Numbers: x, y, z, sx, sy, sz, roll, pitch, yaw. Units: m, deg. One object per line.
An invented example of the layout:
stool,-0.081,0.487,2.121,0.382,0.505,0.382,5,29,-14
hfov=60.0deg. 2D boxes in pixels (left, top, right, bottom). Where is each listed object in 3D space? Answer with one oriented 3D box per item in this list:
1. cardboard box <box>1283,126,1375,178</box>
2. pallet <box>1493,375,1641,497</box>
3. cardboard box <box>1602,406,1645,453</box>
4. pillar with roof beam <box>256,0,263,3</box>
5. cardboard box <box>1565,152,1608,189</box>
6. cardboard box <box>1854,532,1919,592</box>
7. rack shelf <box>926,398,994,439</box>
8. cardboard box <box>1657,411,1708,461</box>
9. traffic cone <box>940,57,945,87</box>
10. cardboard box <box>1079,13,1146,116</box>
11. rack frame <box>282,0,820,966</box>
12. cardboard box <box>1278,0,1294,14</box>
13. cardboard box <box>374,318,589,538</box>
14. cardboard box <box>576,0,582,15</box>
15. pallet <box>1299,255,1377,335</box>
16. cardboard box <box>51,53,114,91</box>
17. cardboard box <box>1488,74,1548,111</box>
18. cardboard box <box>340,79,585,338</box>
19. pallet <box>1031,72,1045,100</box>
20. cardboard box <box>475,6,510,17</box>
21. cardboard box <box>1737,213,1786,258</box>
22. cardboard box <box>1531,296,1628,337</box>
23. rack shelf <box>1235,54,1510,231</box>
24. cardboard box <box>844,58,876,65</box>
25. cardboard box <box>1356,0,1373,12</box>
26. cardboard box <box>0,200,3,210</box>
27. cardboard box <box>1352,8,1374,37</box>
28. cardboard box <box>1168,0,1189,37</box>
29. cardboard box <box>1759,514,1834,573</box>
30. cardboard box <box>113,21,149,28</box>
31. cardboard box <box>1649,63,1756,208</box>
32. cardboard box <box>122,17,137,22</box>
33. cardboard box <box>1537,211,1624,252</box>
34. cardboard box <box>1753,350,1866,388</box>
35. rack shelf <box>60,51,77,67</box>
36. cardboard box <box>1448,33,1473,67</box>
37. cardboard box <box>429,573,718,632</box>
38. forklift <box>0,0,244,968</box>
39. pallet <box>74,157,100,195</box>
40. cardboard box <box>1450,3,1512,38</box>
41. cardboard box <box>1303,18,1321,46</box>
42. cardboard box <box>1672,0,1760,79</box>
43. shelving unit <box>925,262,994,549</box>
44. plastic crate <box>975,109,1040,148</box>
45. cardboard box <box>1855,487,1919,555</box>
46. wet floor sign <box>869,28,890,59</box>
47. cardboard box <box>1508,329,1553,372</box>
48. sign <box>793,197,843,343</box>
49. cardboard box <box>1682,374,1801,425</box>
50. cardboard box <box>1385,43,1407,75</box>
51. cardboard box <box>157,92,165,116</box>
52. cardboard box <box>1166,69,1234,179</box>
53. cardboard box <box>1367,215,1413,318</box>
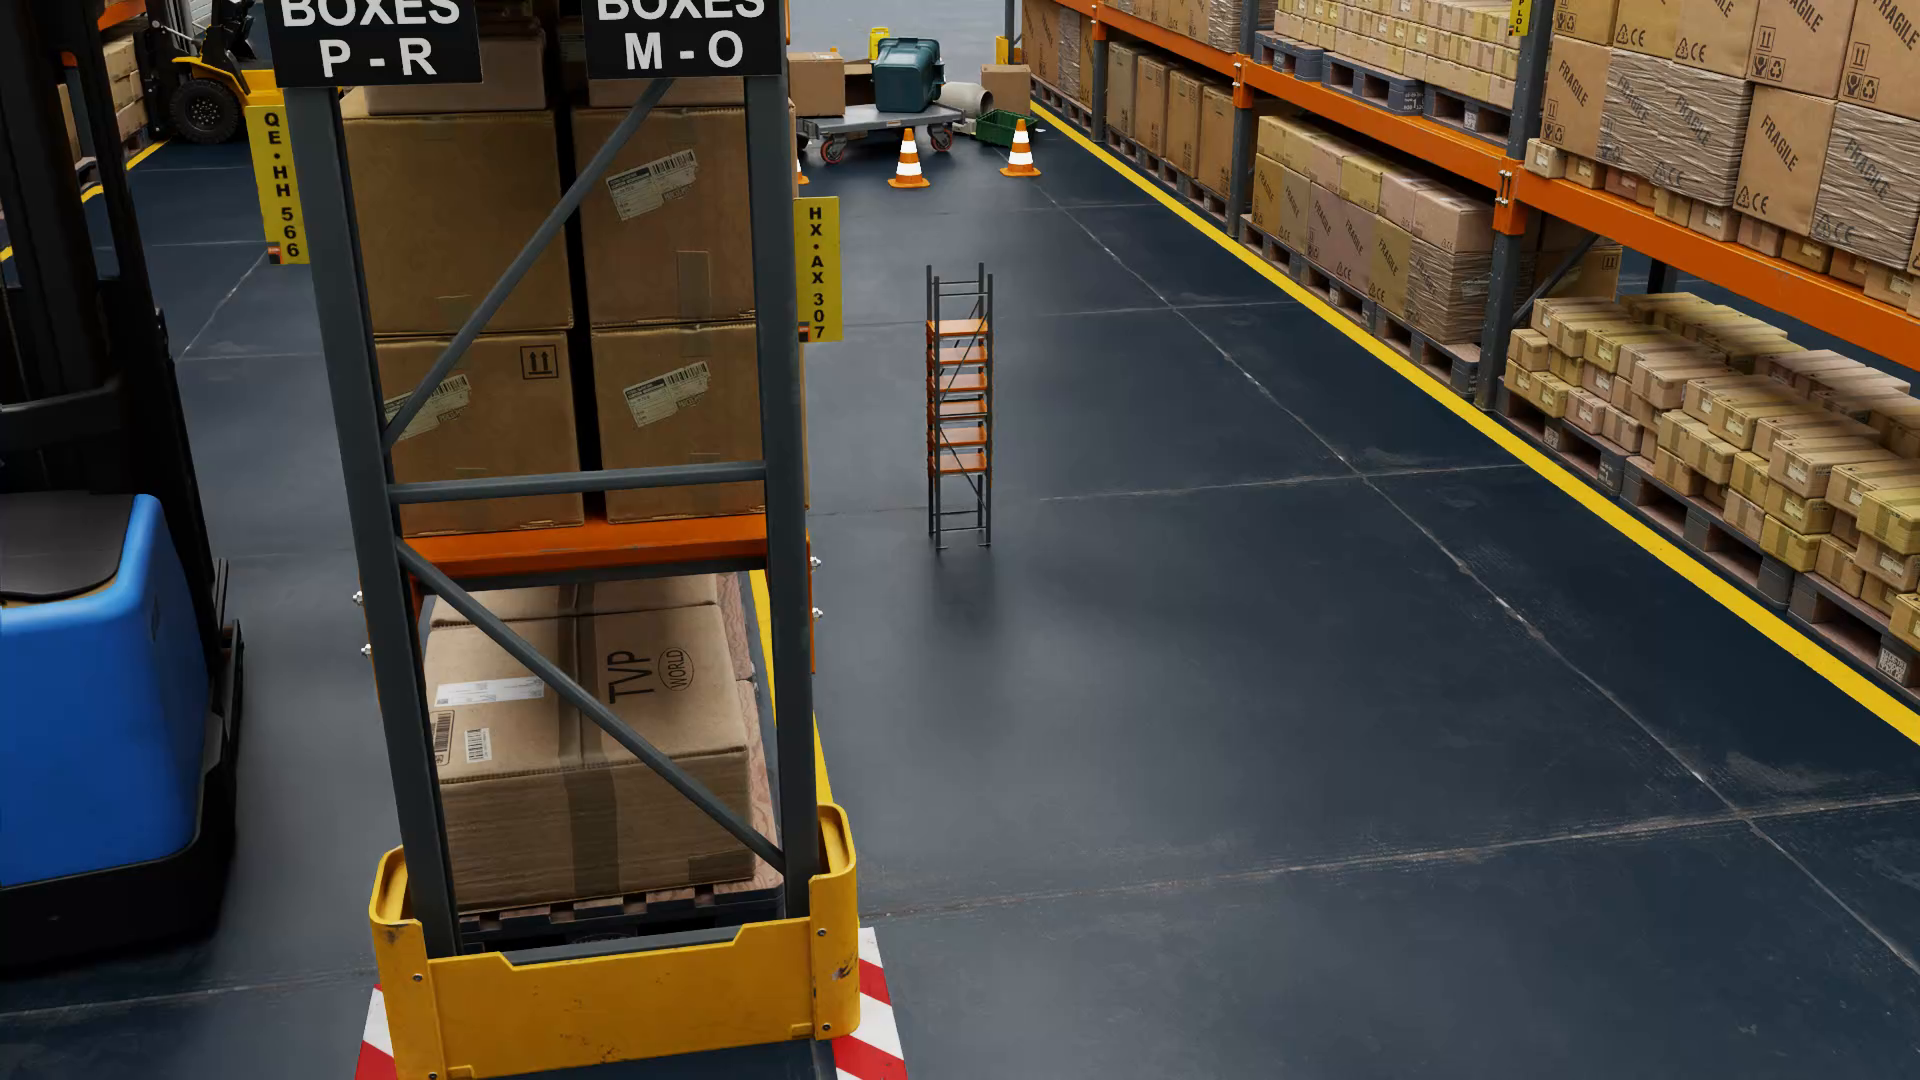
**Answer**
cardboard box,2.489,-2.580,11.071,0.500,0.250,0.500,-5,24,-10
pallet,3.404,-0.565,8.281,1.003,0.211,1.213,-4,24,-10
cardboard box,3.239,-0.529,7.751,0.380,0.149,0.250,-5,24,-11
pillar with roof beam,-7.442,-13.497,26.911,9.100,9.000,0.400,-4,24,-10
cardboard box,3.097,-1.758,7.841,0.380,0.149,0.250,-4,24,-8
cardboard box,3.509,0.056,6.041,0.380,0.149,0.250,-5,24,-12
rack shelf,-0.003,-0.515,7.041,0.258,0.103,0.180,-4,24,-10
cardboard box,3.273,-0.454,7.208,0.380,0.149,0.250,-4,24,-10
traffic cone,-0.271,-5.348,18.918,0.336,0.463,0.334,-4,24,-10
cardboard box,1.719,-4.723,16.446,0.875,0.875,0.875,-4,24,-9
rack frame,-0.861,-0.125,3.789,1.000,3.000,0.127,-4,24,-10
cardboard box,2.398,-3.687,11.361,0.380,0.149,0.250,-3,24,-7
cardboard box,-1.210,-0.341,4.159,0.500,0.500,0.500,-4,24,-9
cardboard box,-1.663,-1.798,6.246,0.500,0.500,0.500,-5,24,-10
pallet,2.871,-1.614,10.681,1.003,0.211,1.213,-4,24,-10
cardboard box,-7.738,-4.081,14.507,0.500,0.250,0.500,-5,24,-11
cardboard box,2.977,-2.324,8.612,0.380,0.149,0.250,-5,24,-11
cardboard box,-1.184,-0.801,3.963,0.500,0.500,0.500,-4,24,-8
pallet,1.251,-5.238,18.980,1.003,0.211,1.213,-4,24,-10
cardboard box,-1.325,-1.246,4.171,0.380,0.149,0.250,-5,24,-10
cardboard box,3.363,-1.238,6.650,0.380,0.149,0.250,-3,24,-8
cardboard box,3.106,-1.113,8.344,0.380,0.149,0.250,-3,24,-8
rack shelf,2.876,-2.562,10.267,1.077,0.370,4.000,-4,24,-10
cardboard box,-1.007,-4.771,17.546,0.637,0.503,0.797,18,29,36
cardboard box,2.645,-3.315,10.139,0.380,0.149,0.250,-4,24,-8
cardboard box,-7.573,-2.775,12.298,0.875,0.625,0.625,-5,24,-12
cardboard box,2.637,-3.180,10.202,0.380,0.149,0.250,-5,24,-10
cardboard box,1.975,-4.274,13.164,0.500,0.500,0.500,-5,24,-11
cardboard box,3.404,-0.005,6.550,0.380,0.149,0.250,-5,24,-12
cardboard box,-8.205,-5.082,16.800,0.500,0.250,0.500,-4,24,-9
cardboard box,3.246,-1.679,6.849,0.500,0.500,0.500,-5,24,-11
cardboard box,-8.794,-5.237,17.156,0.500,0.250,0.500,-5,24,-11
cardboard box,3.368,-1.806,9.298,0.500,0.250,0.500,-5,24,-12
cardboard box,3.819,-0.740,7.491,0.380,0.149,0.250,-5,24,-12
rack shelf,-7.587,-3.360,12.095,1.077,0.370,4.000,-4,24,-10
cardboard box,2.885,-2.662,9.014,0.380,0.149,0.250,-3,24,-7
cardboard box,-1.259,0.245,5.618,0.875,0.438,0.875,-4,24,-8
forklift,-3.086,-0.701,5.192,1.130,2.935,3.031,-8,25,-18
pallet,-7.783,-2.912,13.653,1.003,0.211,1.213,-4,24,-10
cardboard box,2.883,-2.806,8.972,0.380,0.149,0.250,-5,24,-11
cardboard box,2.490,-3.353,10.968,0.380,0.149,0.250,-3,24,-7
cardboard box,3.263,-2.146,6.671,0.500,0.500,0.500,-4,24,-9
shelving unit,-0.003,-0.556,7.023,0.258,1.200,0.189,-4,24,-10
plastic crate,0.447,-3.961,16.012,0.450,0.188,0.662,17,27,13
cardboard box,3.475,-0.075,5.968,0.380,0.149,0.250,-5,24,-11
wet floor sign,-0.925,-5.611,19.290,0.267,0.644,0.232,-9,25,-19
cardboard box,2.998,-0.961,8.368,0.380,0.149,0.250,-3,24,-7
sign,-0.314,-0.597,3.689,0.100,0.325,0.005,-4,24,-10
cardboard box,3.362,-0.596,7.161,0.380,0.149,0.250,-5,24,-12
cardboard box,2.733,-2.836,9.785,0.380,0.149,0.250,-3,24,-7
cardboard box,-8.015,-4.224,16.086,0.500,0.250,0.500,-4,24,-8
cardboard box,2.317,-3.429,13.641,1.050,0.750,0.750,-4,24,-9
cardboard box,2.767,-1.626,9.824,0.500,0.500,0.500,-5,24,-11
